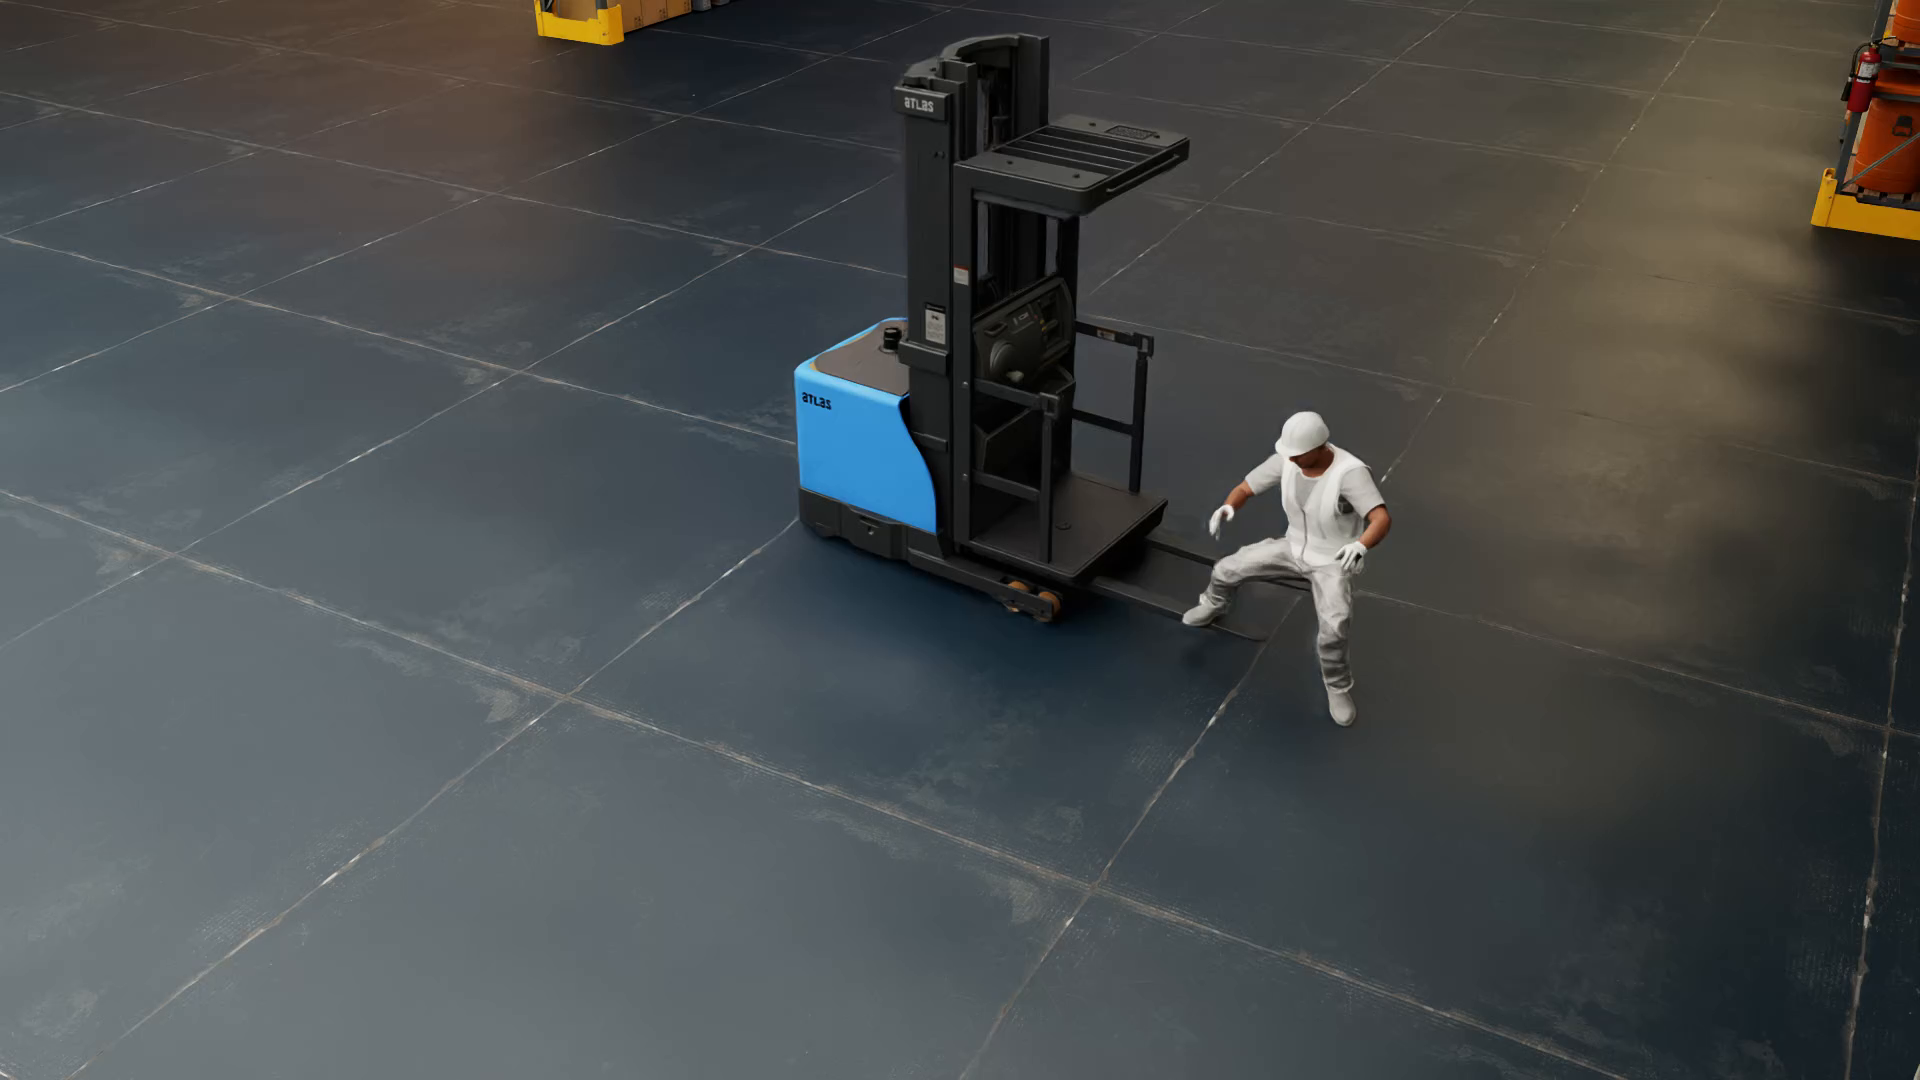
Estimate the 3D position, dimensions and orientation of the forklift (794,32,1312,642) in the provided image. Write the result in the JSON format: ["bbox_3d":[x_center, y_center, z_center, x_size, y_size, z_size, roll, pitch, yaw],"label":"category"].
[{"bbox_3d":[0.525,-1.117,9.006,3.031,2.935,1.130,19,35,29],"label":"forklift"}]

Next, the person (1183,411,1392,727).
[{"bbox_3d":[1.662,0.093,8.285,0.775,1.526,1.066,-21,36,-32],"label":"person"}]
